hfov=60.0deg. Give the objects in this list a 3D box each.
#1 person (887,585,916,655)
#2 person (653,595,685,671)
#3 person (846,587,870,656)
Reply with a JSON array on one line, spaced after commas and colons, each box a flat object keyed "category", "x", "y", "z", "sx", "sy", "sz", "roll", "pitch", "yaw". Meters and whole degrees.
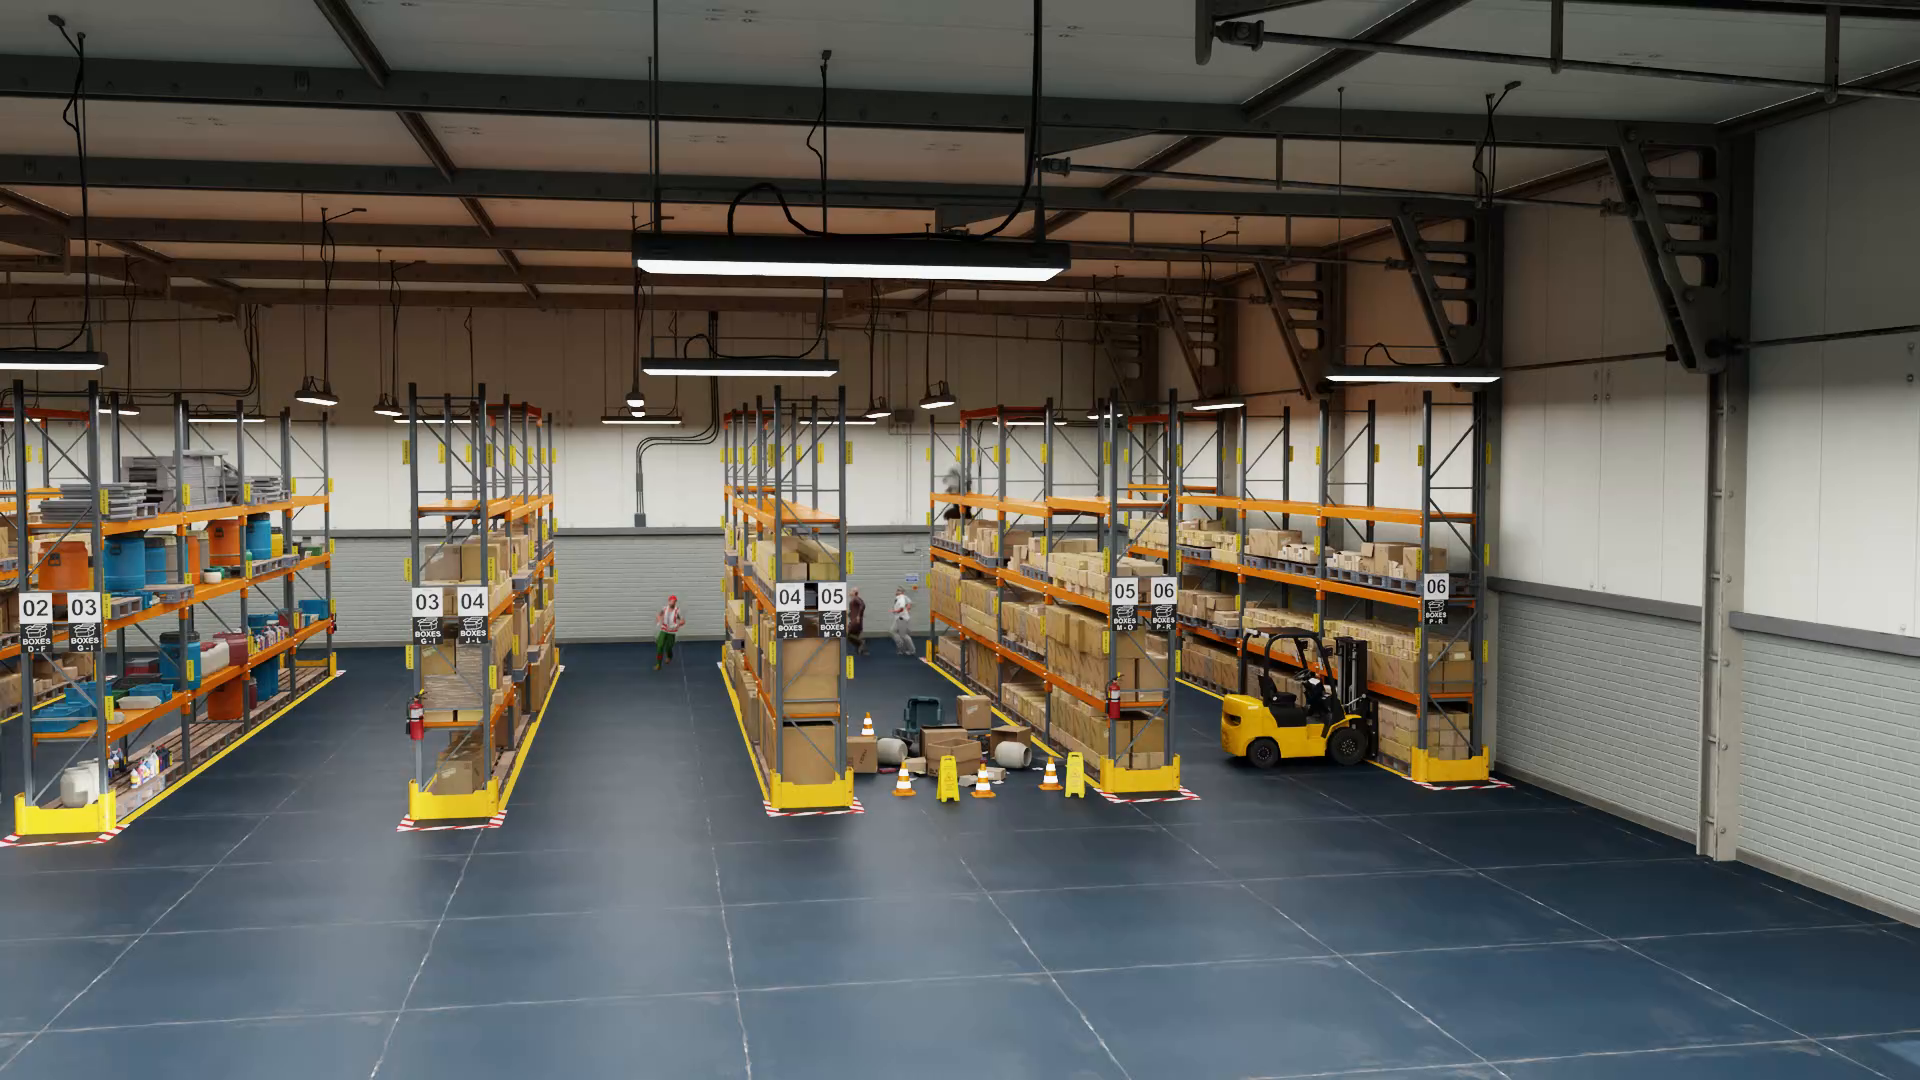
[{"category": "person", "x": -1.474, "y": 2.018, "z": 41.650, "sx": 0.726, "sy": 1.818, "sz": 0.641, "roll": 0, "pitch": 3, "yaw": -3}, {"category": "person", "x": -6.787, "y": 2.157, "z": 38.942, "sx": 0.710, "sy": 1.743, "sz": 0.891, "roll": 0, "pitch": 3, "yaw": 6}, {"category": "person", "x": -2.629, "y": 2.040, "z": 41.342, "sx": 0.775, "sy": 1.735, "sz": 0.732, "roll": 0, "pitch": 3, "yaw": -3}]
